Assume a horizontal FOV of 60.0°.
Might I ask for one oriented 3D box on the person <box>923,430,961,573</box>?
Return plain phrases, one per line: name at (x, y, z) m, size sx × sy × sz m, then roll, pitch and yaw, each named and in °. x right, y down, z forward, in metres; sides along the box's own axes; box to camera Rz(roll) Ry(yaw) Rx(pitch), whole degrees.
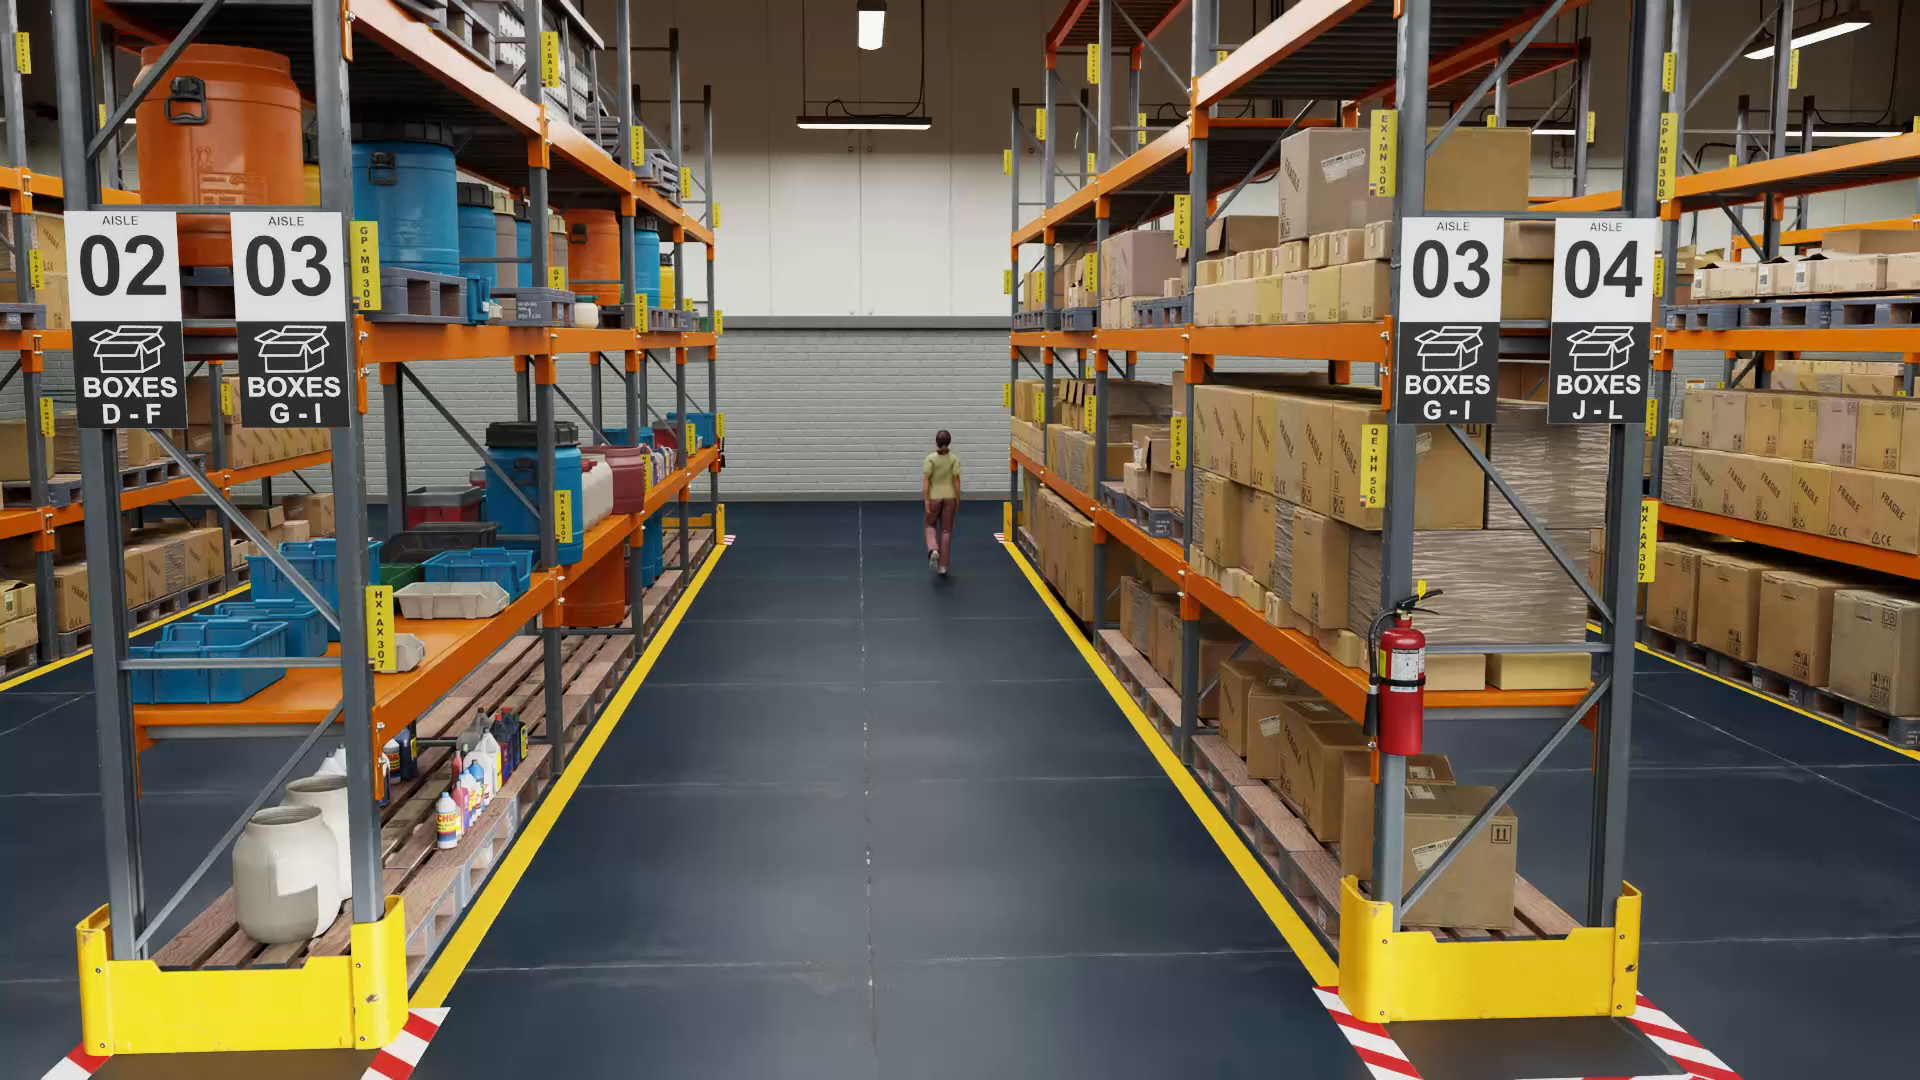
person at (-0.212, -0.450, 19.301) m, size 0.444 × 1.656 × 0.476 m, roll 0°, pitch 7°, yaw -3°
